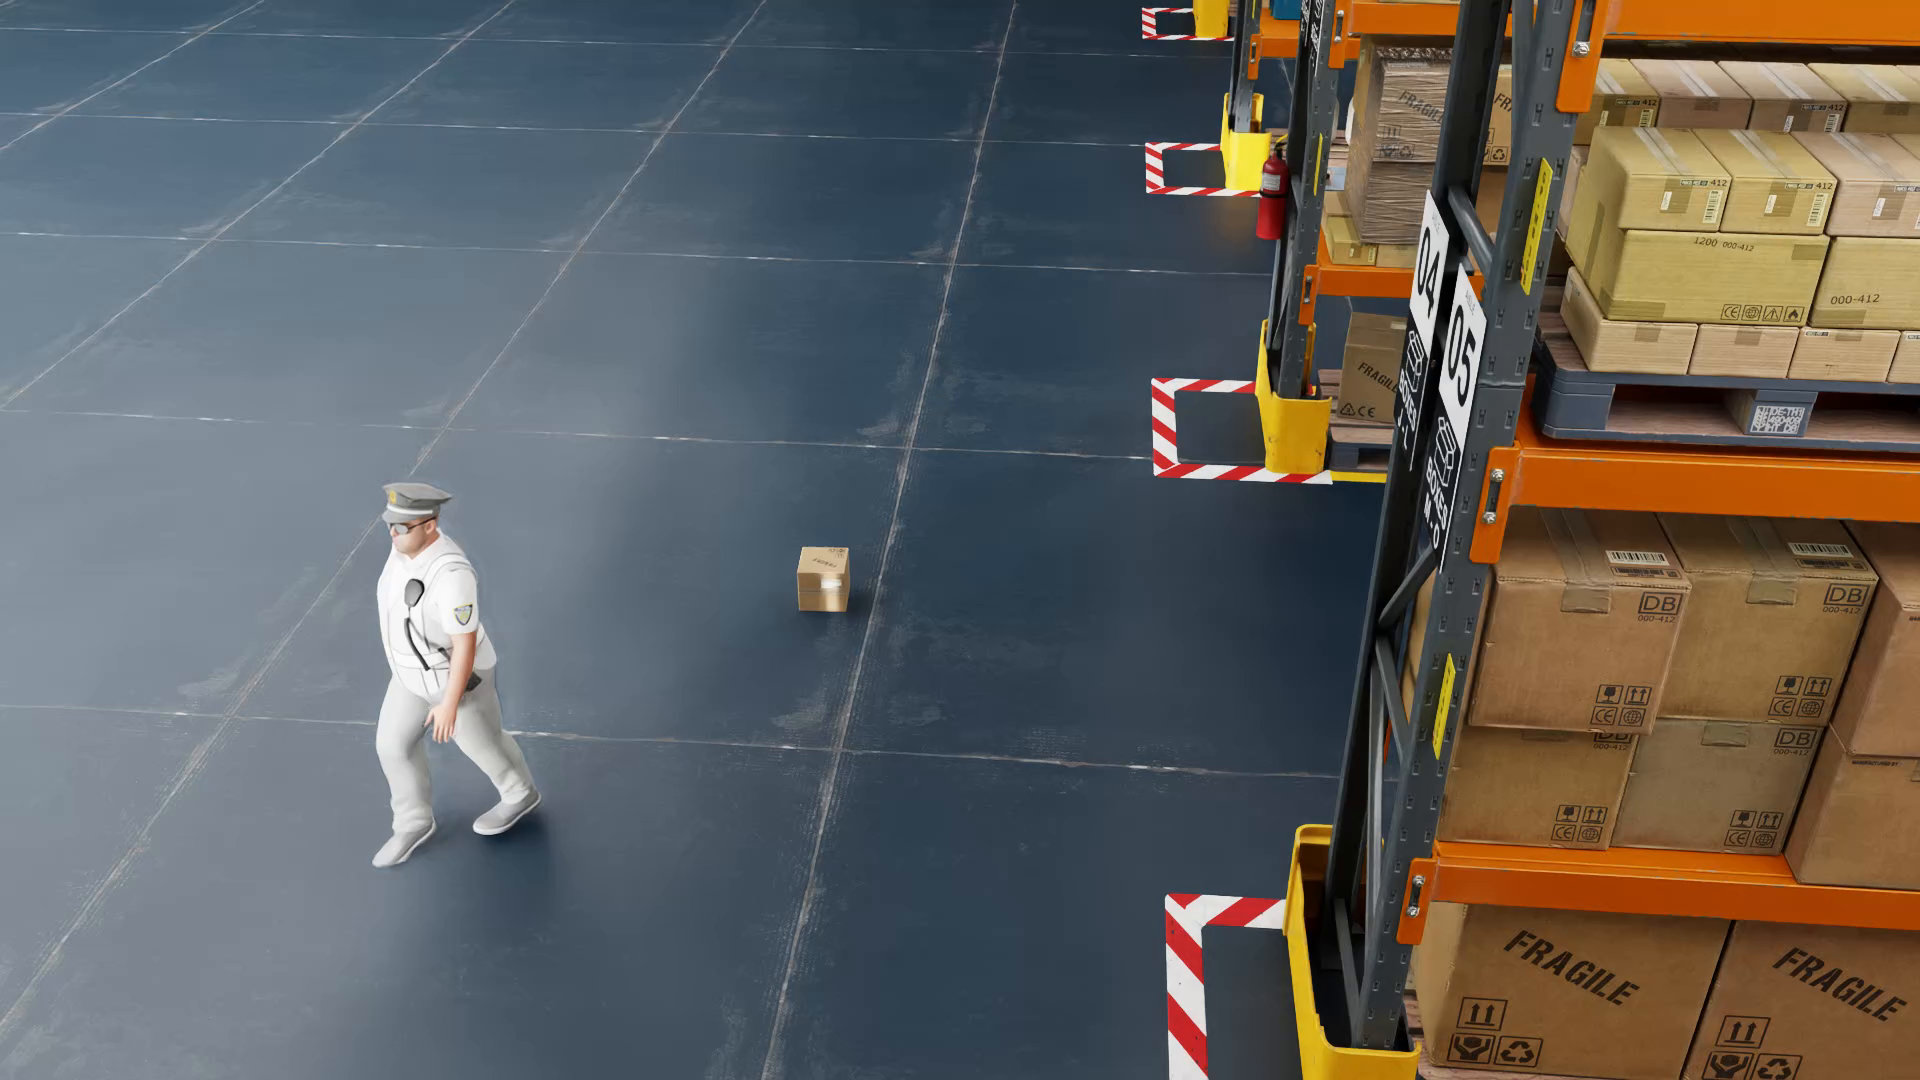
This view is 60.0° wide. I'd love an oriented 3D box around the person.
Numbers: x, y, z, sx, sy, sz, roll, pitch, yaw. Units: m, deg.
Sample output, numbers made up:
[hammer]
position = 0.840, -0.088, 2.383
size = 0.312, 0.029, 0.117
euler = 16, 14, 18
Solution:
[person]
position = -2.186, 0.590, 6.892
size = 0.560, 1.834, 0.725
euler = 26, 40, 35
